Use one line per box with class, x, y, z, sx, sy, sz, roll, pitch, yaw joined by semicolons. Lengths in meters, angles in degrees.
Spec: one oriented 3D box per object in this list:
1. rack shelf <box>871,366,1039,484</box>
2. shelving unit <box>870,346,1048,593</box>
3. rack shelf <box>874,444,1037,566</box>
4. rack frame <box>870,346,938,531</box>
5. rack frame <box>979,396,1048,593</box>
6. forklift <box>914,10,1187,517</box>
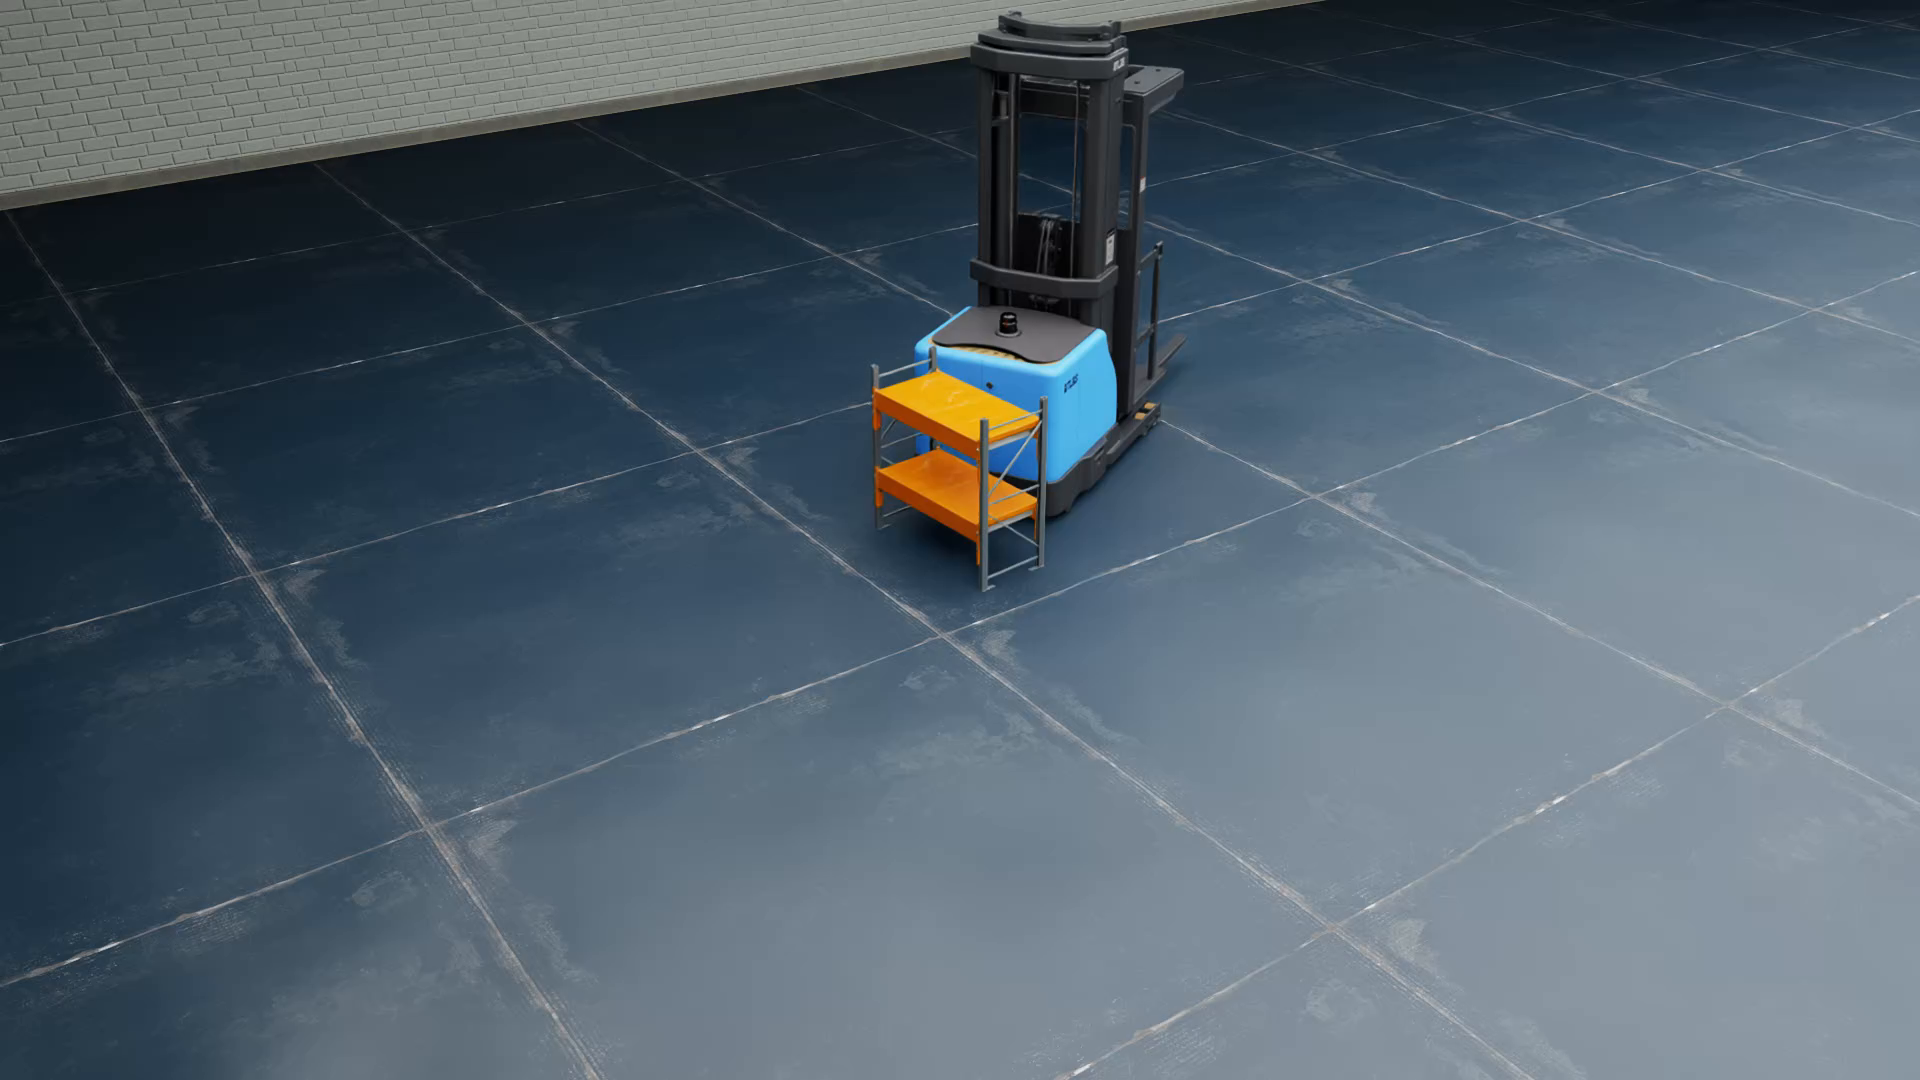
rack shelf;-0.015;-0.703;9.979;0.538;0.278;1.000;-22;35;-34
shelving unit;-0.015;-0.446;10.119;0.538;1.125;1.048;-22;35;-34
rack shelf;-0.015;-0.231;10.236;0.538;0.278;1.000;-22;35;-34
rack frame;-0.343;-0.631;10.461;0.500;1.125;0.032;-22;35;-34
rack frame;0.312;-0.260;9.778;0.500;1.125;0.032;-22;35;-34
forklift;0.800;-2.113;11.297;1.130;2.935;3.031;13;31;23
